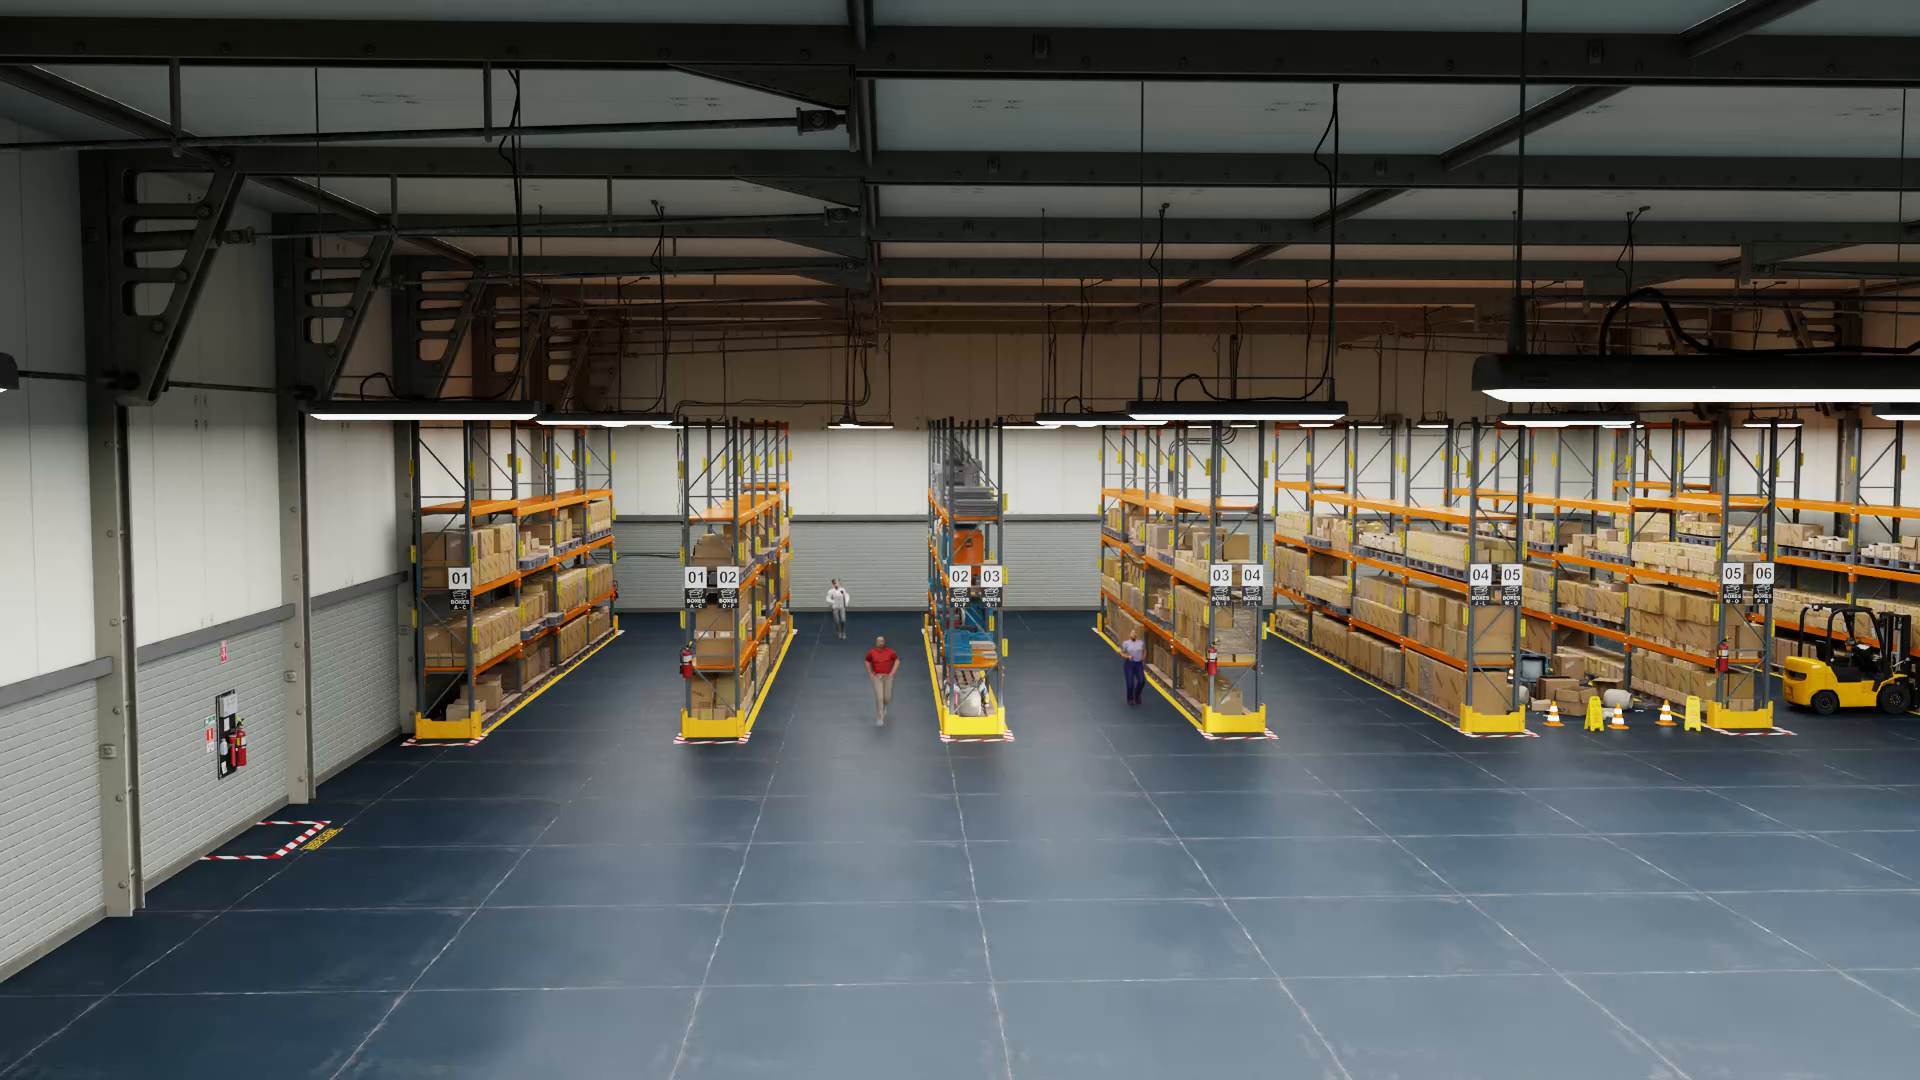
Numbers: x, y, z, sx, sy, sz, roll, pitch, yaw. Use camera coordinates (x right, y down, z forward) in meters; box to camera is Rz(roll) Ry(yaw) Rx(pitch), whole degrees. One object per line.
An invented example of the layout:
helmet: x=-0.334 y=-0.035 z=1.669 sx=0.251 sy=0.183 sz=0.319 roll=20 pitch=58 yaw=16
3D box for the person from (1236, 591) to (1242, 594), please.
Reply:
person: x=7.826 y=1.874 z=46.228 sx=0.613 sy=1.673 sz=0.937 roll=0 pitch=4 yaw=-7

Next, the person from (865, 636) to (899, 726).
person: x=-1.530 y=2.755 z=32.709 sx=0.671 sy=1.750 sz=0.692 roll=0 pitch=4 yaw=-5

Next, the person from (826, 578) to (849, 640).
person: x=-3.372 y=1.902 z=45.847 sx=0.642 sy=1.720 sz=0.595 roll=-1 pitch=4 yaw=-11

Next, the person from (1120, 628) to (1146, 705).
person: x=3.627 y=2.664 z=34.619 sx=0.570 sy=1.596 sz=0.576 roll=0 pitch=4 yaw=-6
